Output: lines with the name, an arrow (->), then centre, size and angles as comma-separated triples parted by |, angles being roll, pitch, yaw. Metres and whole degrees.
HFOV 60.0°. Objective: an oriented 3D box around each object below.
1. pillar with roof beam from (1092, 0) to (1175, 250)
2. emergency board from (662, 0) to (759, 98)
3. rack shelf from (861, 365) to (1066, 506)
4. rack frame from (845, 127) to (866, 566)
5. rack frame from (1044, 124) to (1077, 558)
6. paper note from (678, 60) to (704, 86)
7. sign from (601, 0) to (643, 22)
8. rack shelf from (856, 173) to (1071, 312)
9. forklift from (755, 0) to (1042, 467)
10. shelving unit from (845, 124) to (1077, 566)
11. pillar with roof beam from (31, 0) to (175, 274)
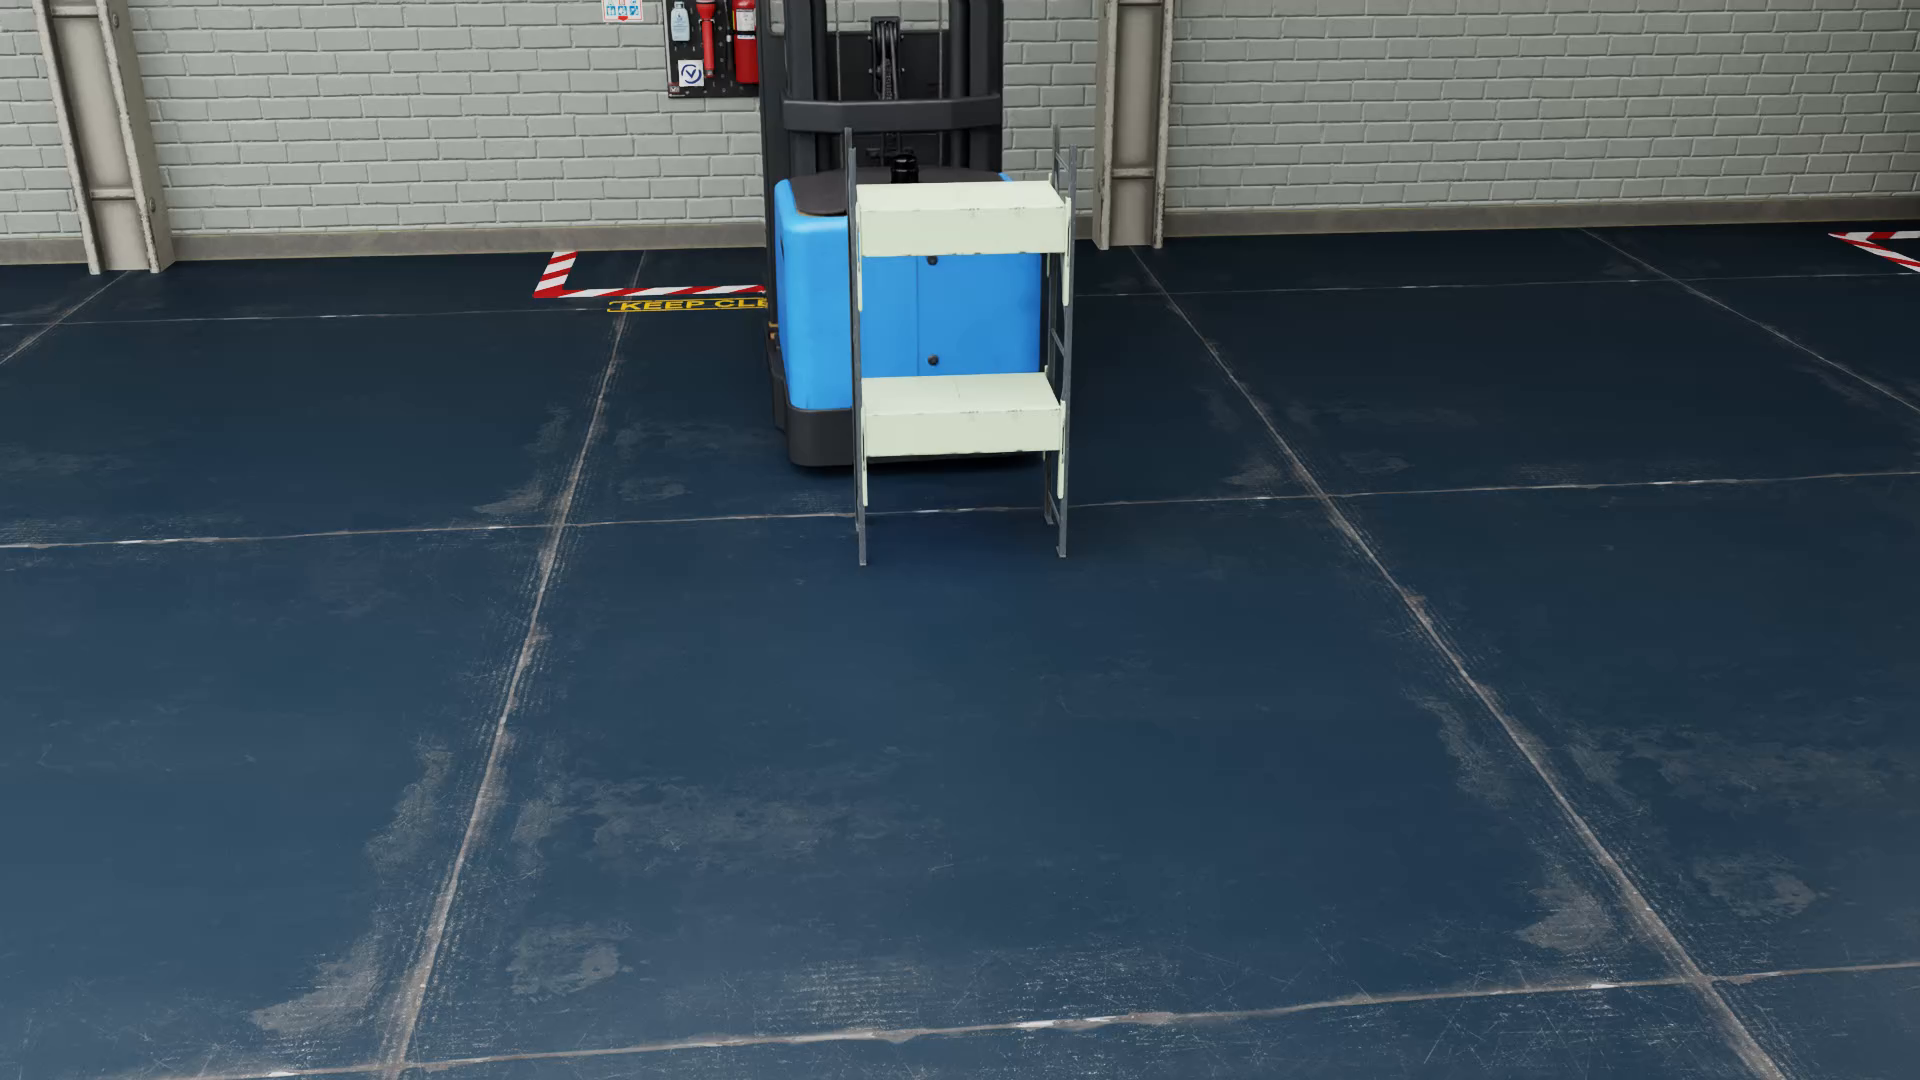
pillar with roof beam -> 1.470, -4.241, 4.712 | 0.400, 9.000, 9.100 | -2, 24, -5
emergency board -> -1.416, -3.156, 9.658 | 0.643, 1.169, 0.194 | -2, 24, -5
rack shelf -> -0.007, -0.387, 6.077 | 0.720, 0.370, 0.431 | -2, 24, -5
rack frame -> -0.371, -0.670, 5.912 | 0.023, 1.500, 0.400 | -2, 24, -5
rack frame -> 0.358, -0.700, 5.978 | 0.023, 1.500, 0.400 | -2, 24, -5
paper note -> -1.599, -2.774, 9.883 | 0.142, 0.148, 0.016 | -2, 24, -5
sign -> -1.976, -3.192, 9.695 | 0.234, 0.329, 0.001 | -2, 24, -5
rack shelf -> -0.007, -1.042, 5.786 | 0.720, 0.370, 0.431 | -2, 24, -5
forklift -> -0.388, -2.204, 7.600 | 1.130, 2.935, 3.031 | -3, 24, -8
shelving unit -> -0.007, -0.685, 5.945 | 0.755, 1.500, 0.431 | -2, 24, -5
pillar with roof beam -> -4.501, -4.001, 4.173 | 0.400, 9.000, 9.100 | -2, 24, -5
